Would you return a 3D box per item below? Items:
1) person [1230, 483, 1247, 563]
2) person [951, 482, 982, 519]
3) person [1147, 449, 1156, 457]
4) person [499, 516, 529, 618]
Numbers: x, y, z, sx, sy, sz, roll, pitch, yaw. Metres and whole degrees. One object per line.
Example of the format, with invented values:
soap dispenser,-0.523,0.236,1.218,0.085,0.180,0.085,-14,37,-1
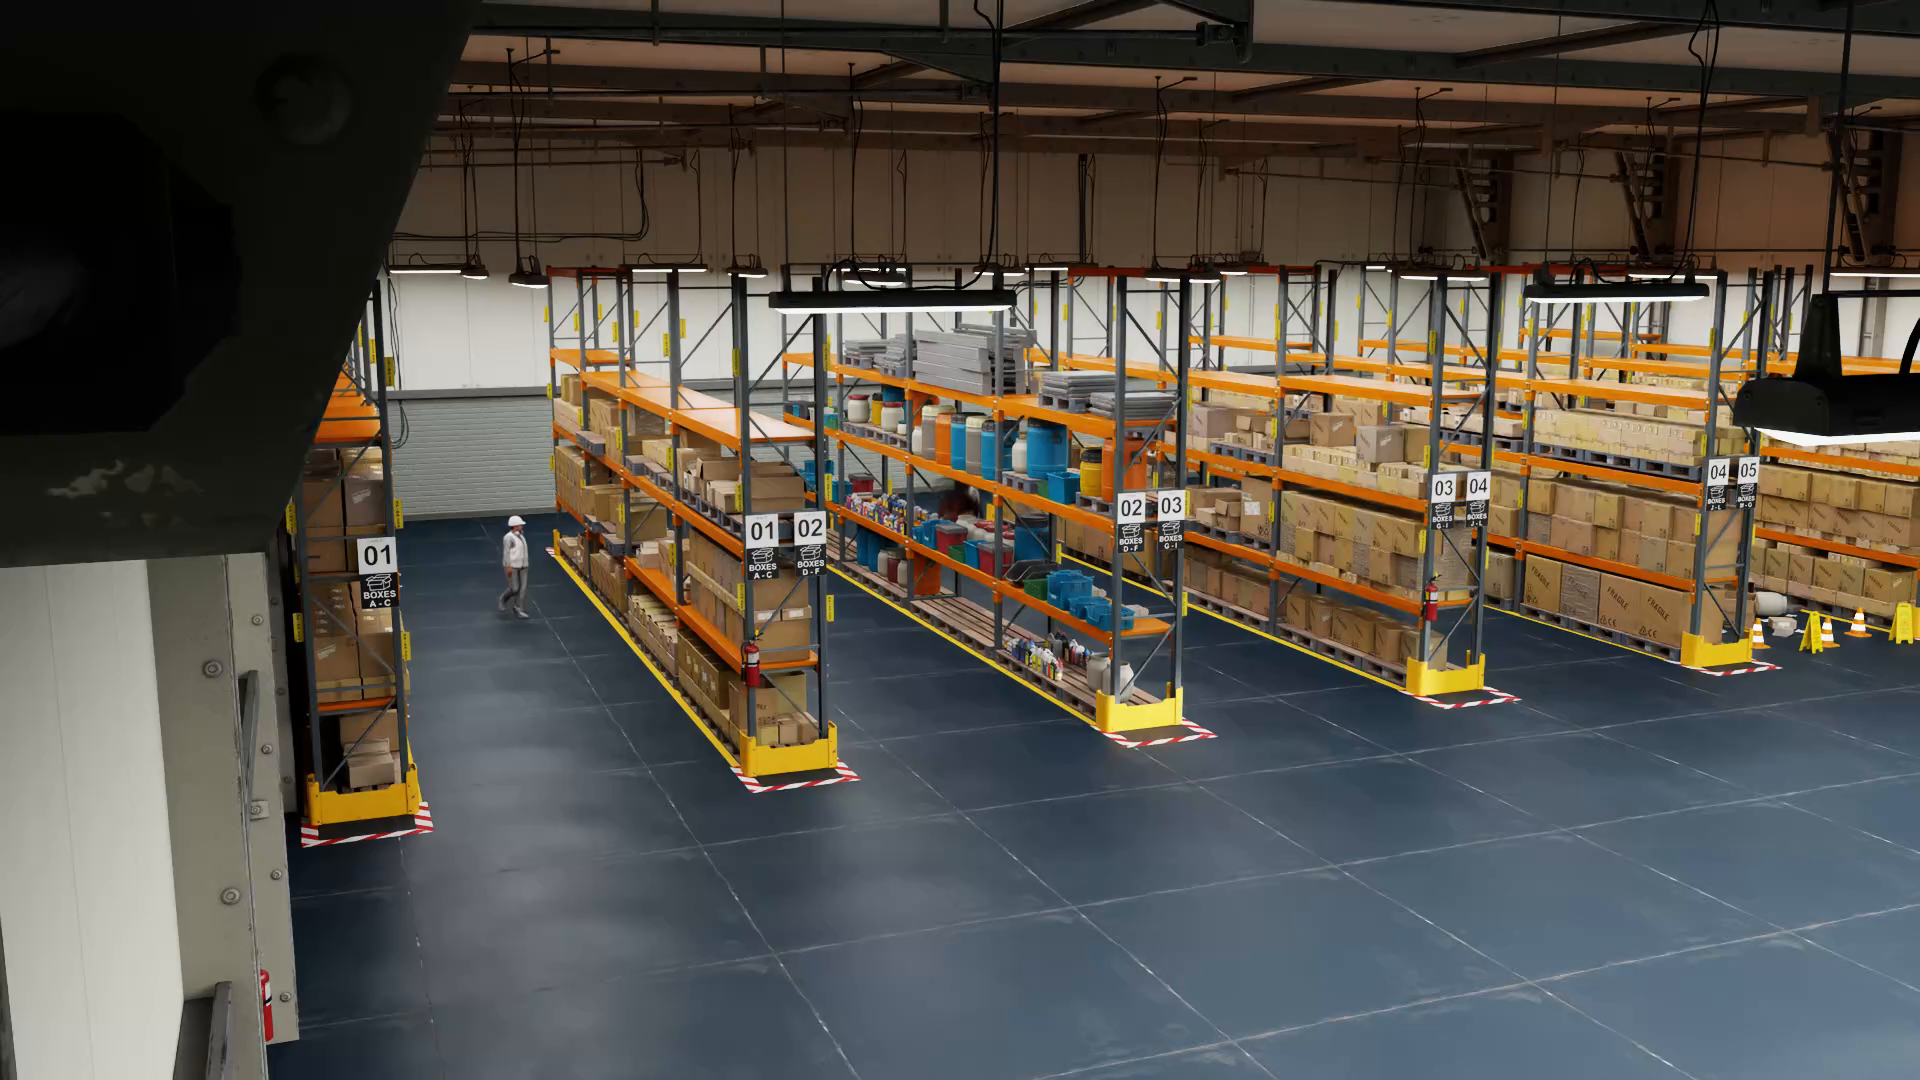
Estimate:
person,5.622,-0.368,34.097,0.604,1.620,0.926,-3,10,-16
person,0.151,-0.465,32.746,0.552,1.720,1.057,-4,11,-22
person,4.798,-1.639,41.349,0.514,1.614,0.977,3,10,18
person,-7.742,0.460,28.907,0.543,1.777,0.554,8,13,38
